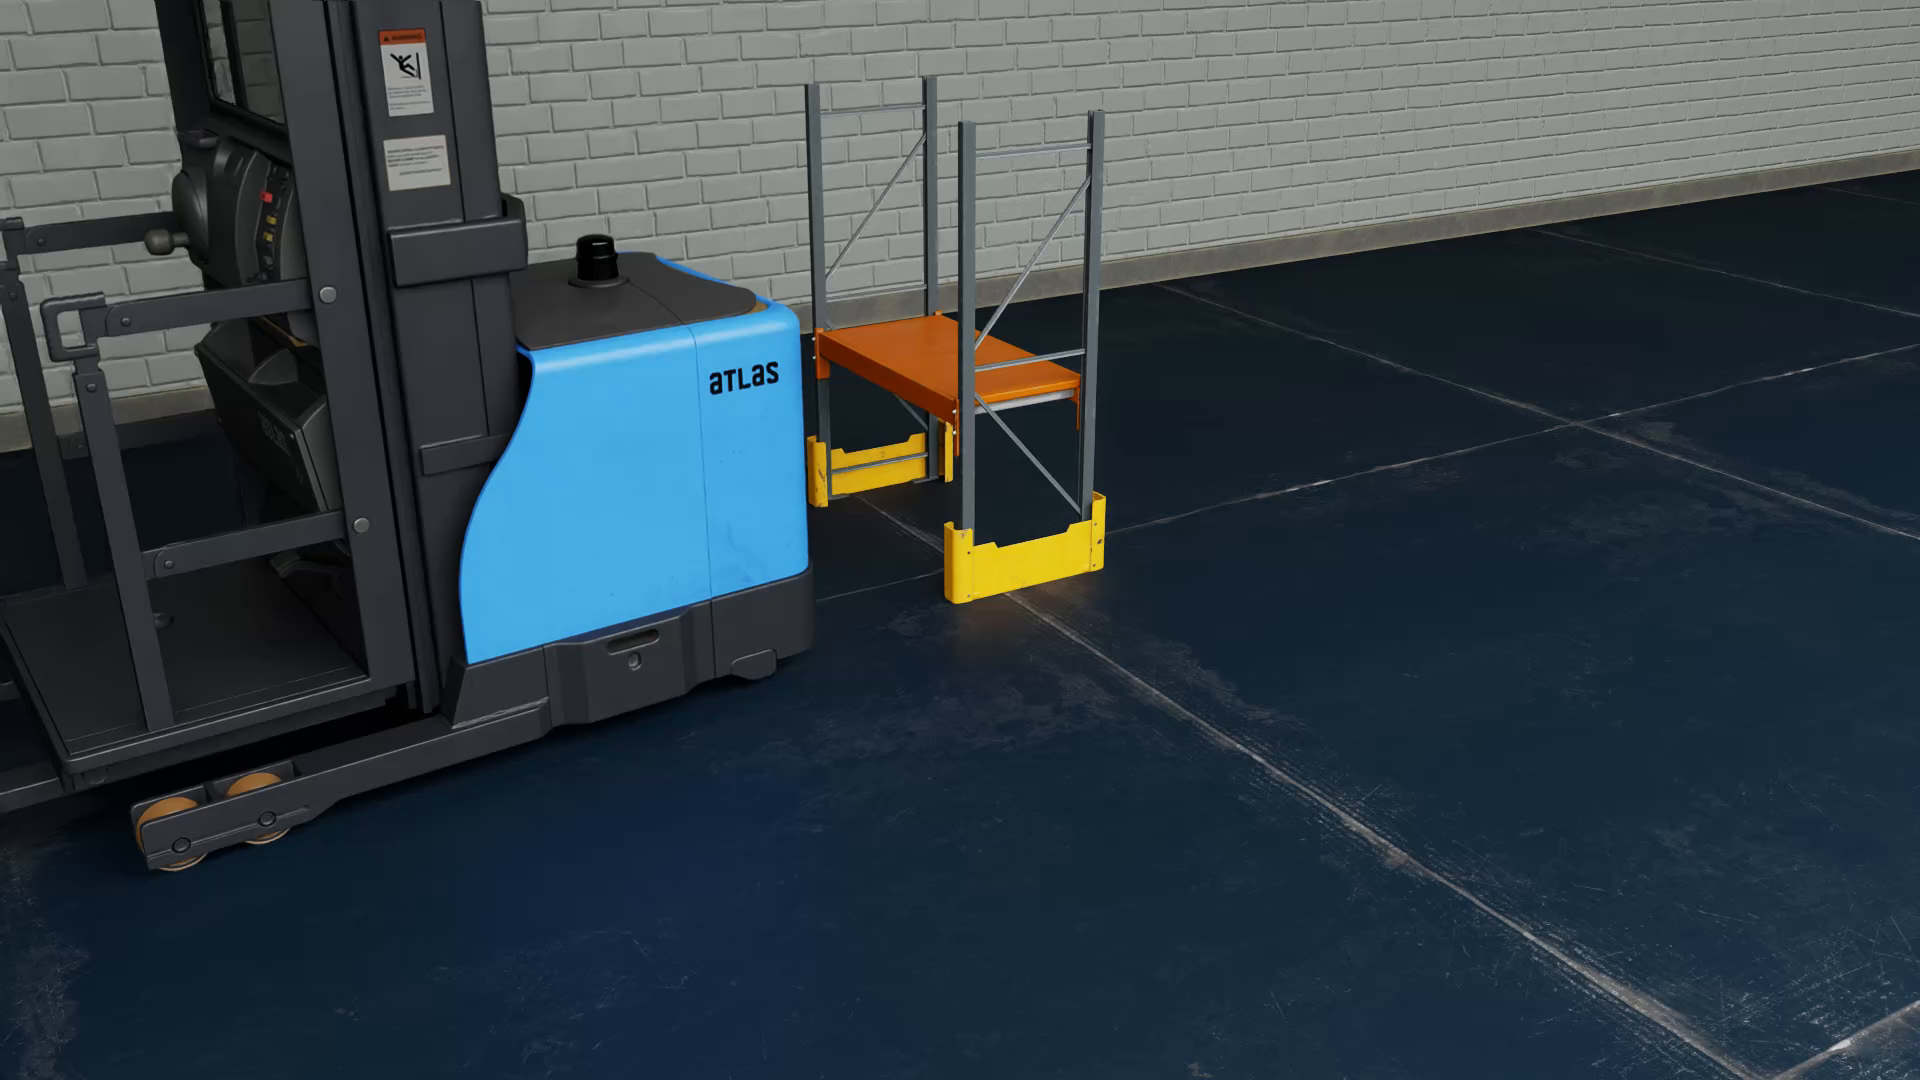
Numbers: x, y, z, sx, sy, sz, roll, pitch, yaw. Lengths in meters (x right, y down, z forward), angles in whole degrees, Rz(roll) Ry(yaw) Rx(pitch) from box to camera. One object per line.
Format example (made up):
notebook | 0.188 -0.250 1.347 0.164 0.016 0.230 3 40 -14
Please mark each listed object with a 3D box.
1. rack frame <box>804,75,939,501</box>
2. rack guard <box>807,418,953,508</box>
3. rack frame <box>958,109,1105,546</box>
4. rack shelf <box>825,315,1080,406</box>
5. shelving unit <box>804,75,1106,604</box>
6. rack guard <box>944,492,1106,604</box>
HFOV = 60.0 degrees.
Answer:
rack frame | -0.303 -0.887 6.002 0.500 1.500 0.032 -13 25 -28
rack guard | -0.293 -0.302 6.222 0.587 0.250 0.087 -13 25 -28
rack frame | 0.216 -0.558 5.192 0.500 1.500 0.032 -13 25 -28
rack shelf | -0.044 -0.618 5.640 0.459 0.026 0.952 -13 25 -28
shelving unit | -0.039 -0.719 5.590 0.587 1.500 1.083 -13 25 -28
rack guard | 0.215 0.021 5.429 0.587 0.250 0.087 -13 25 -28
